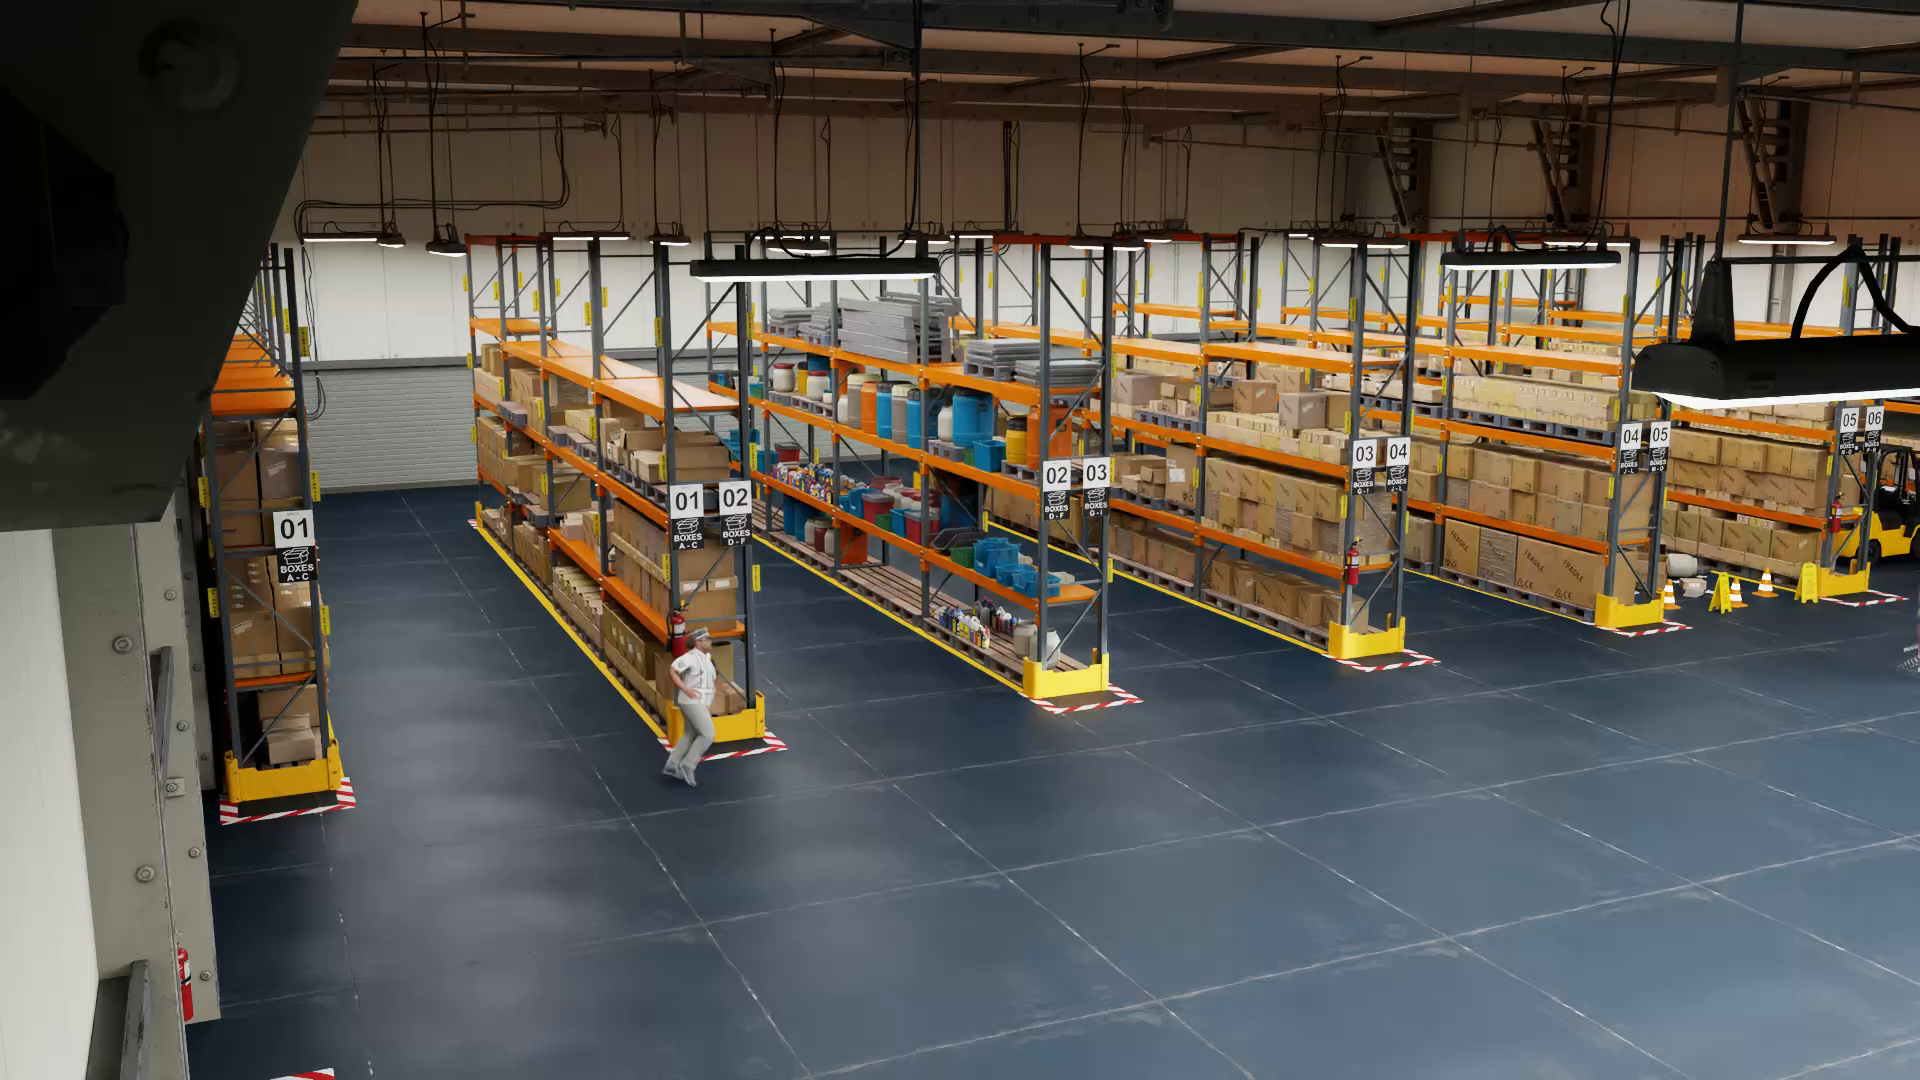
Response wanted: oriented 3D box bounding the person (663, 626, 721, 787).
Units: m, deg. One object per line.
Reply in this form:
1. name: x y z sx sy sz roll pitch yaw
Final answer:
1. person: -3.045 1.879 18.982 0.665 1.785 0.739 1 11 7

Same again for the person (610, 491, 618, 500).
1. person: -7.022 -1.019 34.038 0.640 1.673 0.648 -9 14 -40
